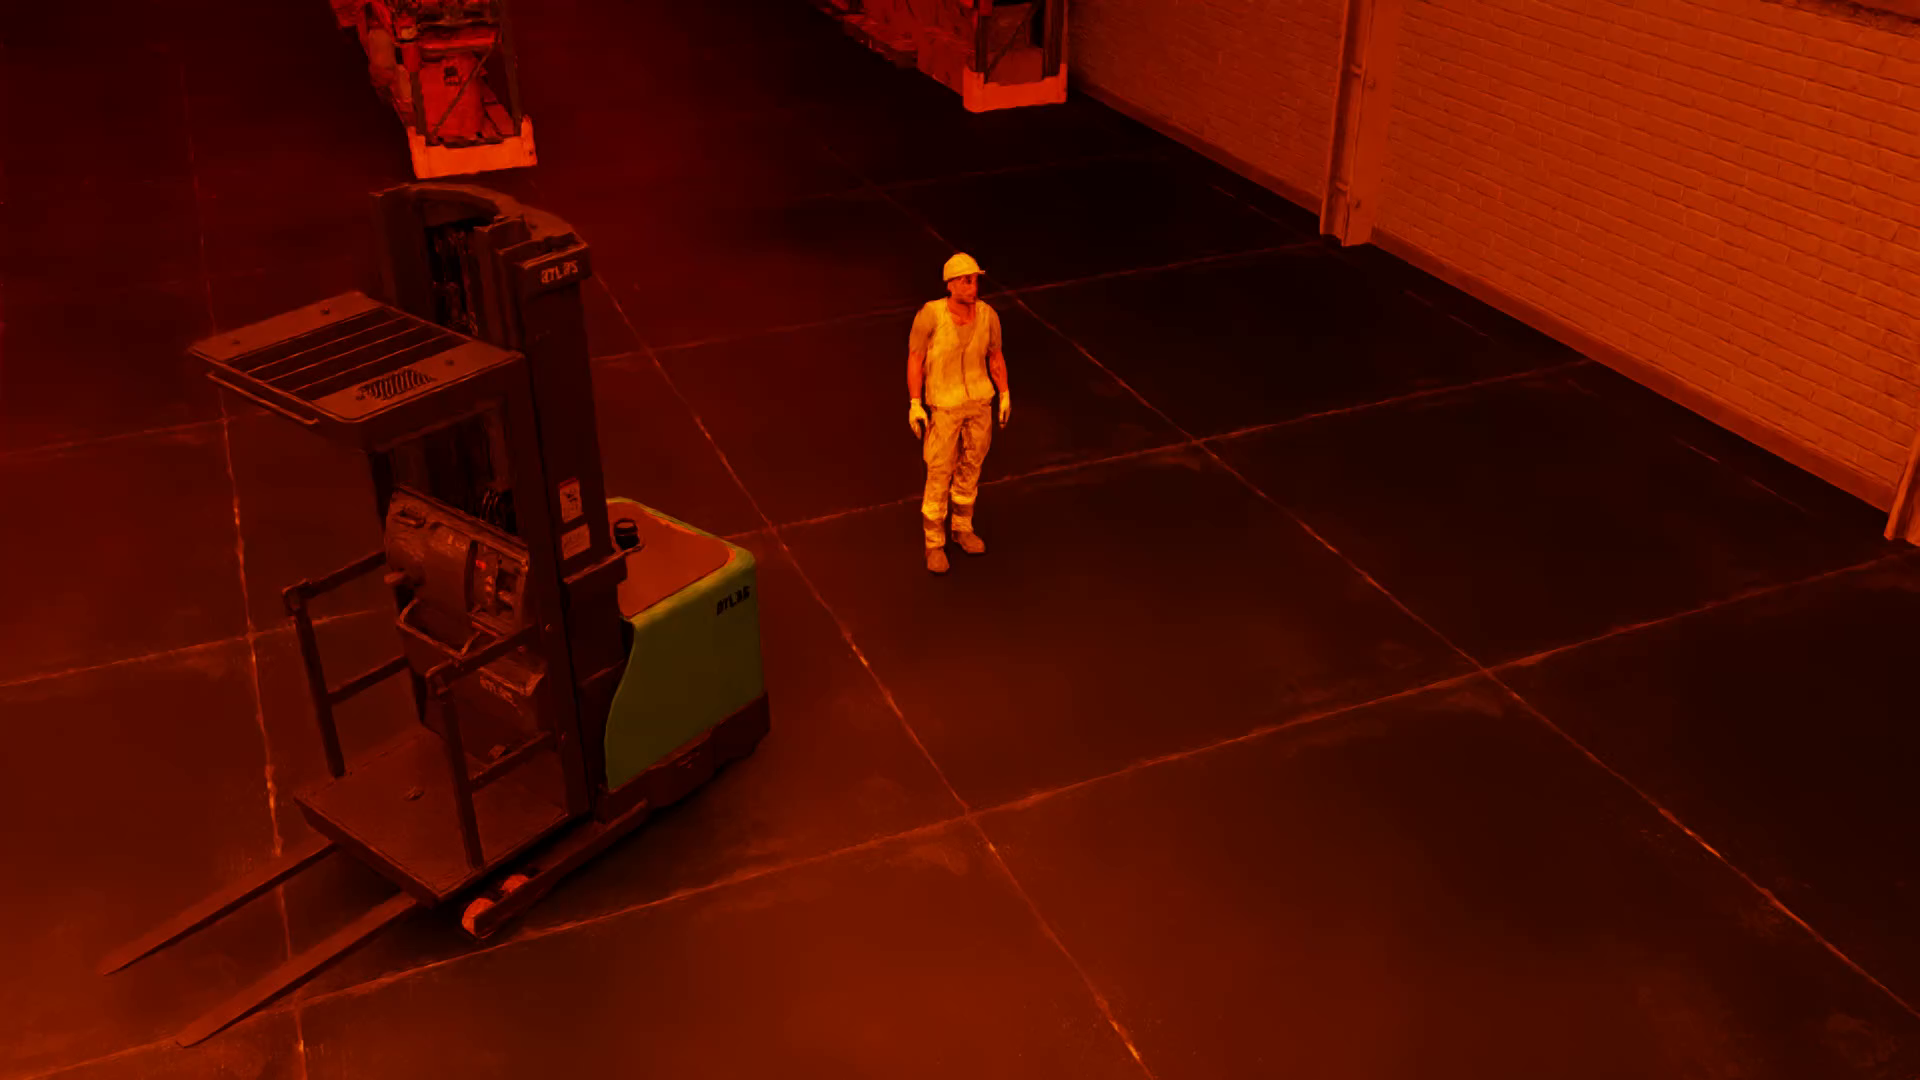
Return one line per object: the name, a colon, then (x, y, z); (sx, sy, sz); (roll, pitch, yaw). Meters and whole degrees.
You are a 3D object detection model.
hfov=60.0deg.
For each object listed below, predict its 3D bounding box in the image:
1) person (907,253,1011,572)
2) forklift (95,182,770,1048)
person: (0.022, -0.744, 9.557); (0.637, 1.787, 0.563); (-12, 32, -20)
forklift: (-2.253, 0.144, 6.868); (1.130, 2.935, 3.031); (21, 36, 33)
